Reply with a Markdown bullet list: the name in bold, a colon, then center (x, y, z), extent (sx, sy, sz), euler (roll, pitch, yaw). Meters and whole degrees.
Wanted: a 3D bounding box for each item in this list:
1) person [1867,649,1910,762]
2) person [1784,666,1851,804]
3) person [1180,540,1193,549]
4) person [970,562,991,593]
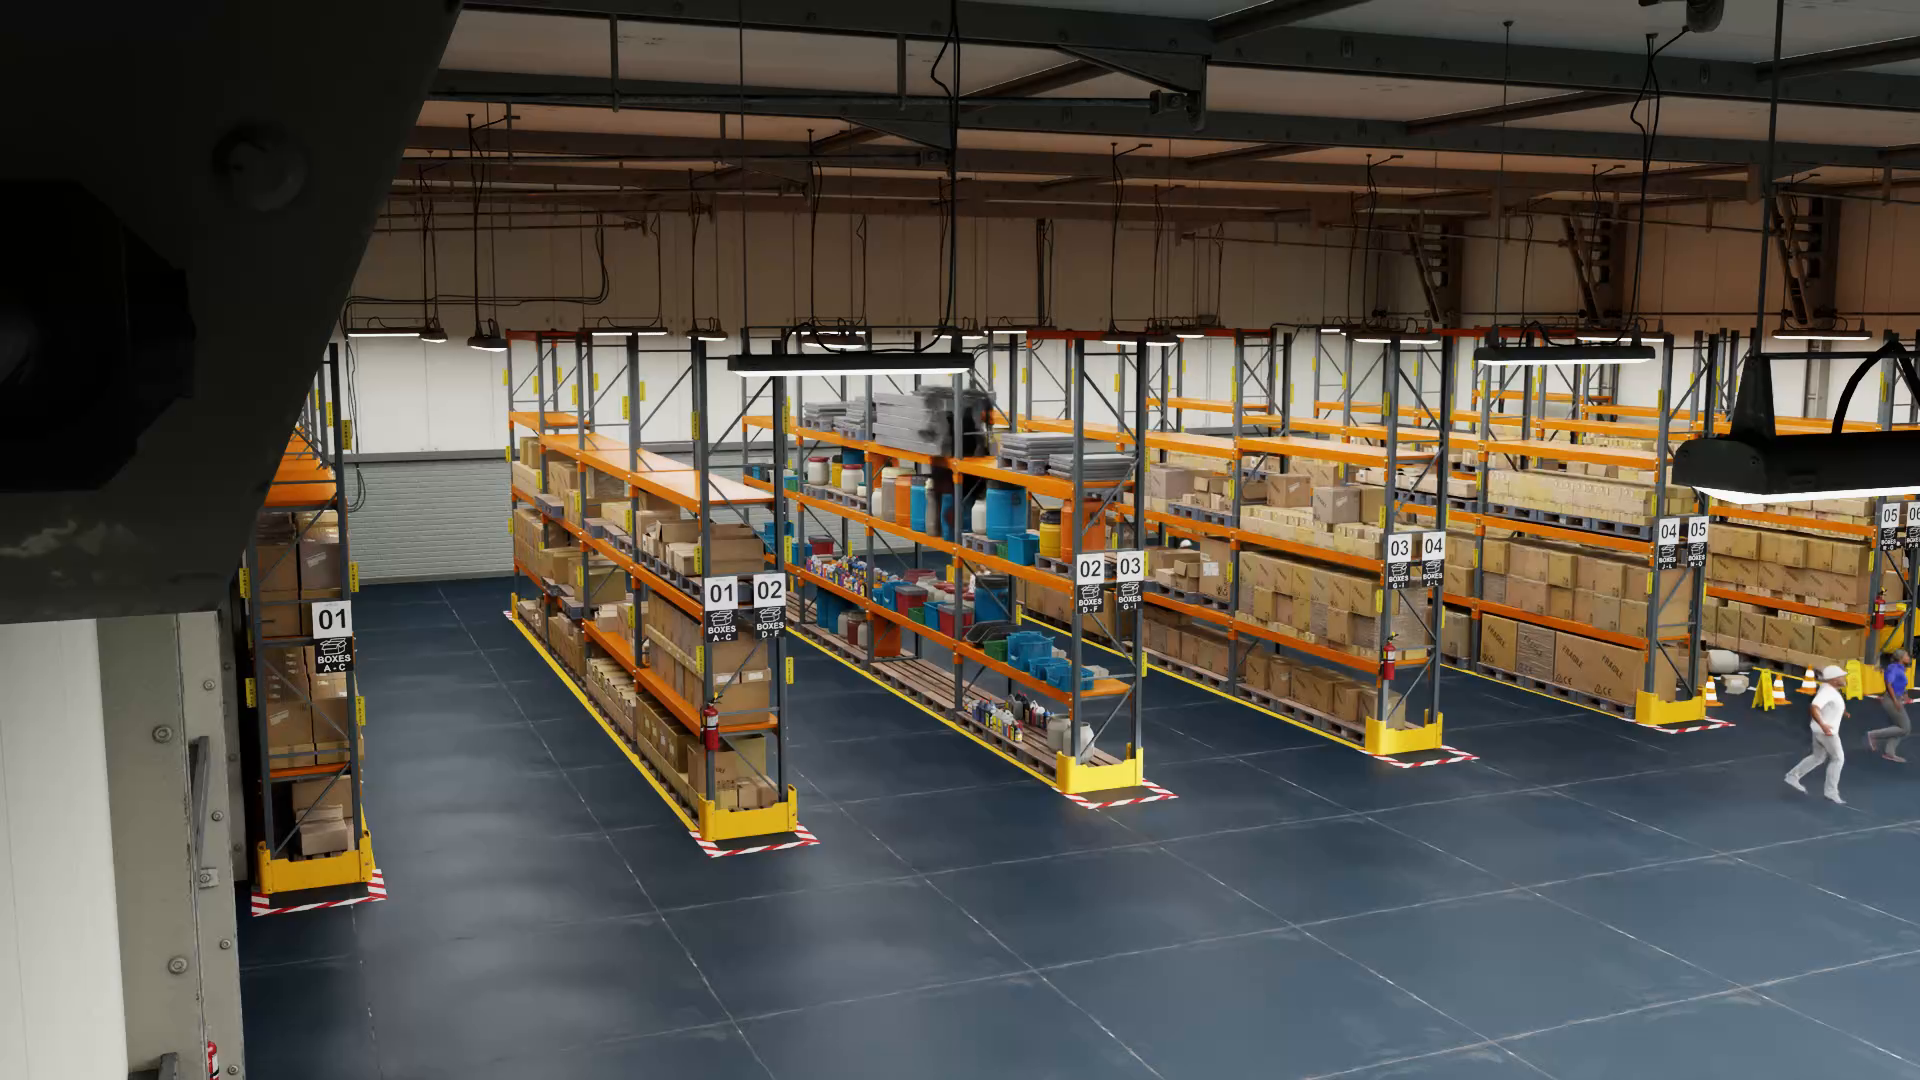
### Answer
- **person**: center (13.235, 2.342, 23.669), extent (0.550, 1.604, 0.590), euler (3, 8, 20)
- **person**: center (11.226, 2.527, 21.733), extent (0.745, 1.835, 0.704), euler (3, 8, 20)
- **person**: center (4.573, 0.894, 33.590), extent (0.625, 1.792, 0.715), euler (-5, 9, -33)
- **person**: center (0.449, 1.186, 31.847), extent (0.616, 1.712, 0.683), euler (-4, 9, -27)
